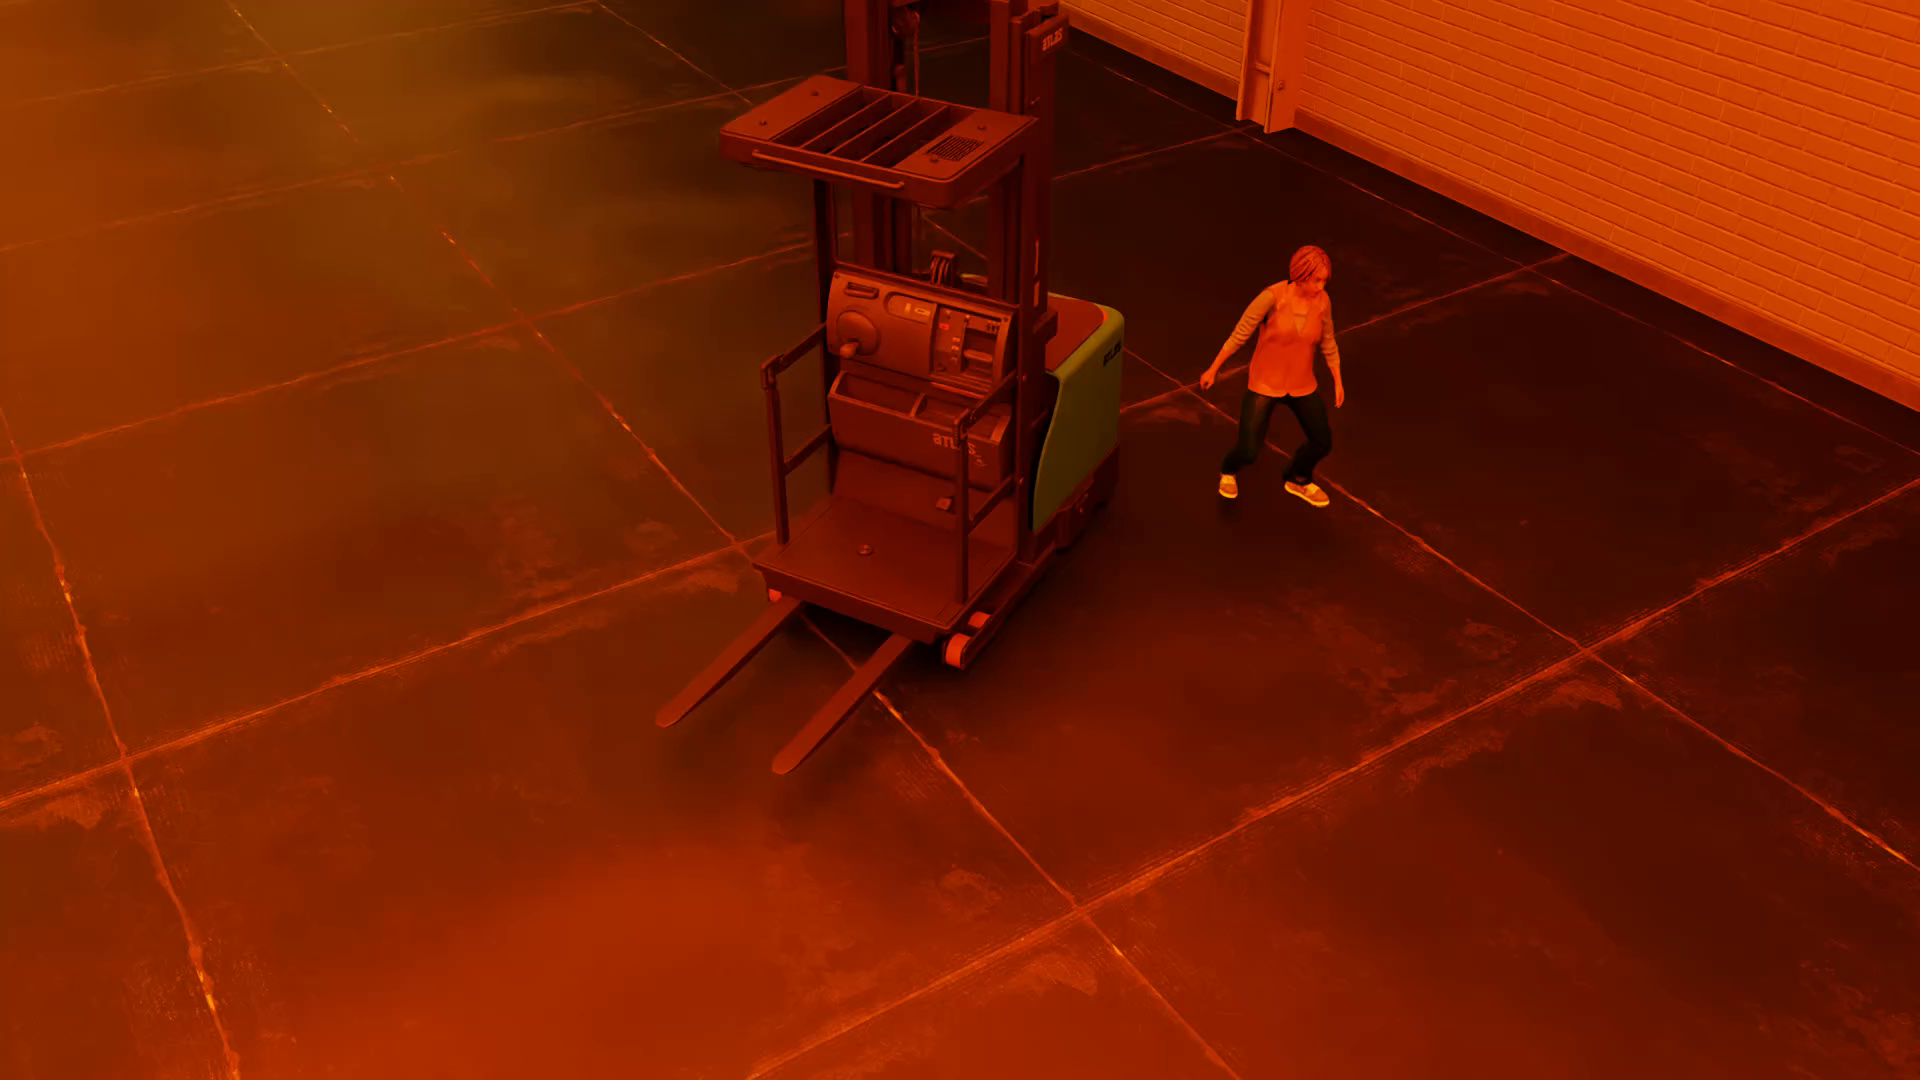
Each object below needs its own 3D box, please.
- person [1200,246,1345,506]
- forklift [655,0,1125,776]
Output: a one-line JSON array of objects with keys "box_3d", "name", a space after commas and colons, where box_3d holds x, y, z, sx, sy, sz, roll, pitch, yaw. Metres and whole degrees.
[{"box_3d": [1.617, -0.828, 8.567, 0.744, 1.518, 0.444, -3, 35, -5], "name": "person"}, {"box_3d": [-0.296, -0.892, 7.418, 1.130, 2.935, 3.031, 18, 39, 23], "name": "forklift"}]
